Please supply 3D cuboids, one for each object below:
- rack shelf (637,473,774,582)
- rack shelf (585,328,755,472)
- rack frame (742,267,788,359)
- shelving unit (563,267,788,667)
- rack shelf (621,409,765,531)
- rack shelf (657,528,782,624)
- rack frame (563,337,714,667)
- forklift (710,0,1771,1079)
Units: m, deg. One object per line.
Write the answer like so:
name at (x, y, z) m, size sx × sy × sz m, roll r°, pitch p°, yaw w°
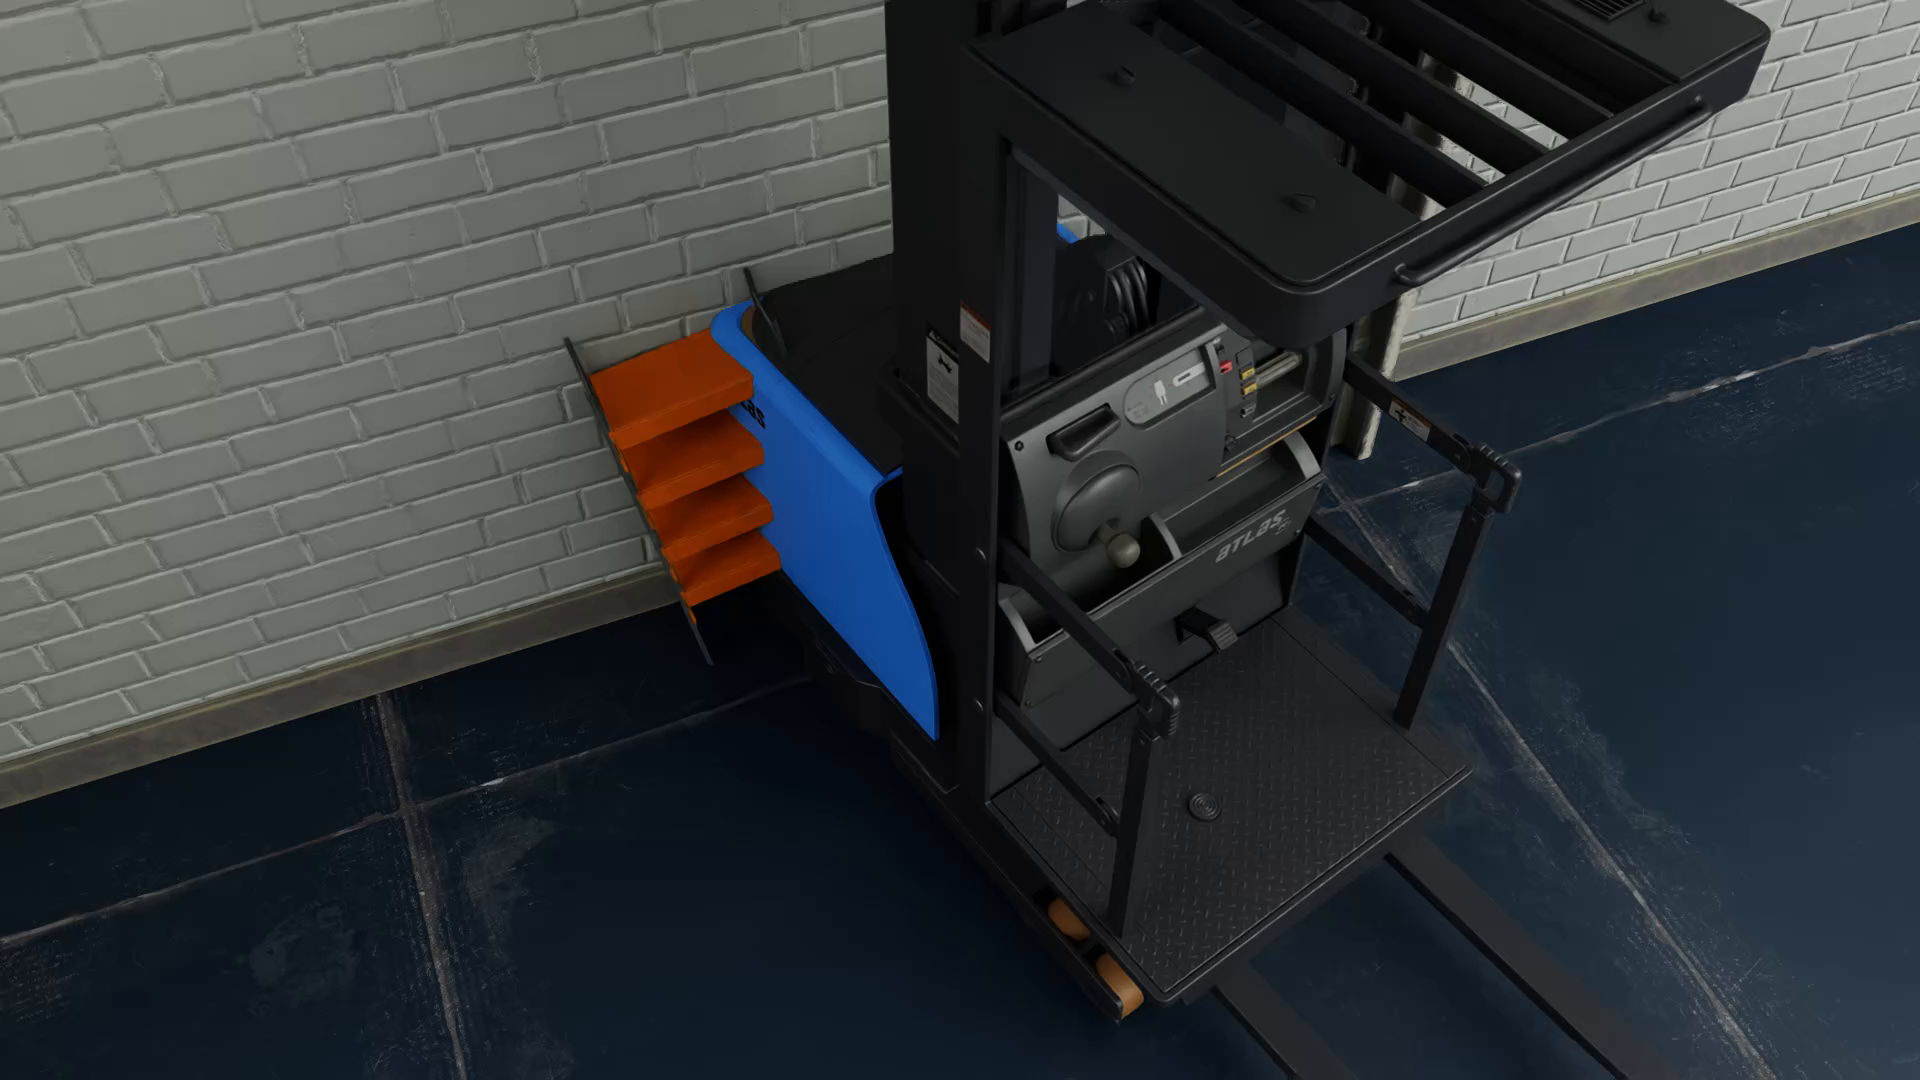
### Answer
rack shelf at (-0.631, -0.105, 4.677) m, size 0.480 × 0.148 × 0.258 m, roll -23°, pitch 50°, yaw -8°
rack shelf at (-0.699, -0.396, 4.326) m, size 0.480 × 0.148 × 0.258 m, roll -23°, pitch 50°, yaw -8°
rack frame at (-0.419, -0.242, 4.661) m, size 0.015 × 1.200 × 0.240 m, roll -23°, pitch 50°, yaw -8°
shelving unit at (-0.641, -0.147, 4.625) m, size 0.503 × 1.200 × 0.258 m, roll -23°, pitch 50°, yaw -8°
rack shelf at (-0.664, -0.246, 4.506) m, size 0.480 × 0.148 × 0.258 m, roll -23°, pitch 50°, yaw -8°
rack shelf at (-0.602, 0.021, 4.828) m, size 0.480 × 0.148 × 0.258 m, roll -23°, pitch 50°, yaw -8°
rack frame at (-0.863, -0.052, 4.589) m, size 0.015 × 1.200 × 0.240 m, roll -23°, pitch 50°, yaw -8°
forklift at (0.614, -0.180, 3.472) m, size 1.130 × 2.935 × 3.031 m, roll -30°, pitch 56°, yaw -23°
